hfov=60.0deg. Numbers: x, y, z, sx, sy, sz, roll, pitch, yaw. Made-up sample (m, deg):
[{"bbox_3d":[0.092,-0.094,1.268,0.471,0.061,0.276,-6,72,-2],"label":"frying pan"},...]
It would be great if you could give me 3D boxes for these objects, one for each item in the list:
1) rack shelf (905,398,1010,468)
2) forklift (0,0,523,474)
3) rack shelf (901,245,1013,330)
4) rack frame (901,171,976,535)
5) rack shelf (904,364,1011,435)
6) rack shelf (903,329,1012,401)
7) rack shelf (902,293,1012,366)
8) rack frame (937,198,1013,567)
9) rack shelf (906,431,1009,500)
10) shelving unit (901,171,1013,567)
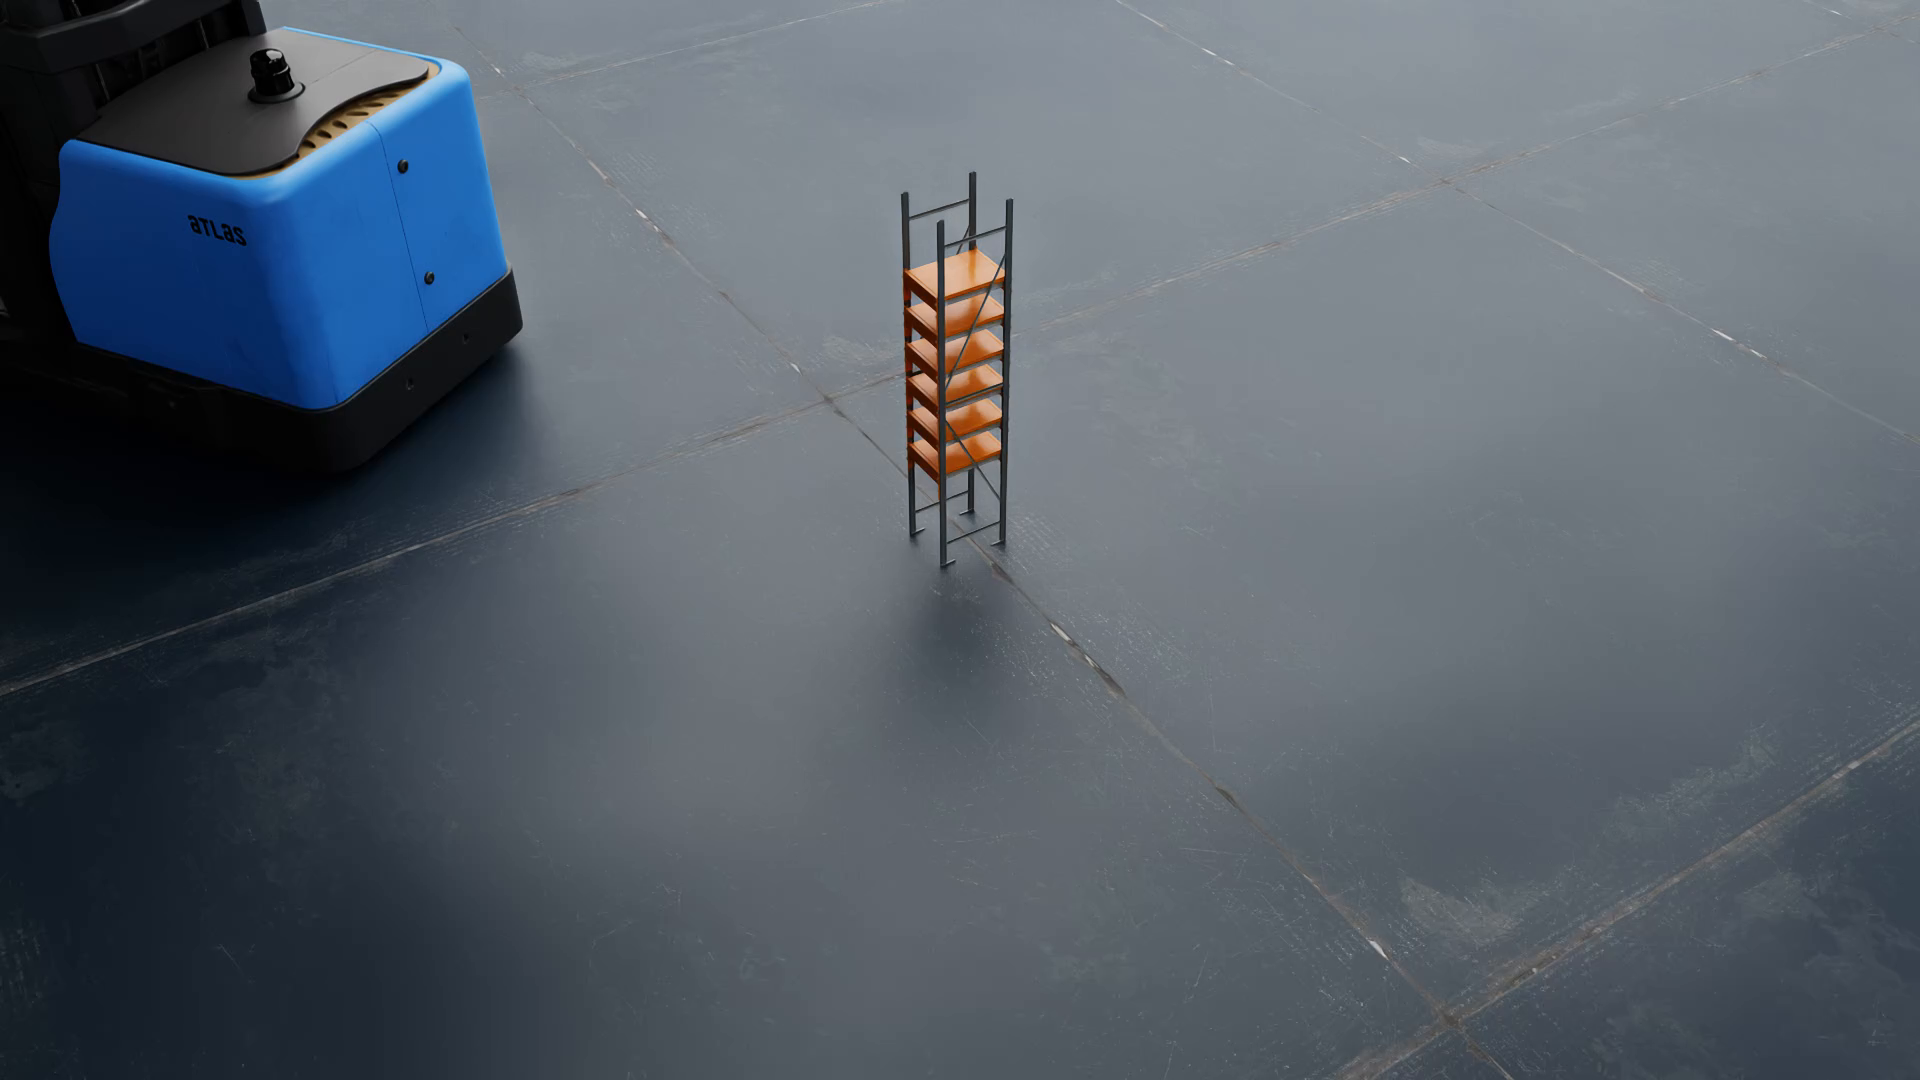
[{"bbox_3d":[-0.008,-0.342,4.981,0.258,0.103,0.180,-22,45,-24],"label":"rack shelf"},{"bbox_3d":[-3.159,-1.968,5.322,3.031,2.935,1.130,16,42,18],"label":"forklift"},{"bbox_3d":[-0.008,-0.711,4.673,0.258,0.103,0.180,-22,45,-24],"label":"rack shelf"},{"bbox_3d":[-0.057,-0.518,4.935,0.240,1.200,0.006,-22,45,-24],"label":"rack frame"},{"bbox_3d":[-0.008,-0.435,4.904,0.258,0.103,0.180,-22,45,-24],"label":"rack shelf"},{"bbox_3d":[-0.008,-0.527,4.827,0.258,0.103,0.180,-22,45,-24],"label":"rack shelf"},{"bbox_3d":[-0.008,-0.619,4.750,0.258,0.103,0.180,-22,45,-24],"label":"rack shelf"},{"bbox_3d":[0.041,-0.419,4.816,0.240,1.200,0.006,-22,45,-24],"label":"rack frame"},{"bbox_3d":[-0.008,-0.250,5.057,0.258,0.103,0.180,-22,45,-24],"label":"rack shelf"},{"bbox_3d":[-0.008,-0.469,4.875,0.258,1.200,0.189,-22,45,-24],"label":"shelving unit"}]
